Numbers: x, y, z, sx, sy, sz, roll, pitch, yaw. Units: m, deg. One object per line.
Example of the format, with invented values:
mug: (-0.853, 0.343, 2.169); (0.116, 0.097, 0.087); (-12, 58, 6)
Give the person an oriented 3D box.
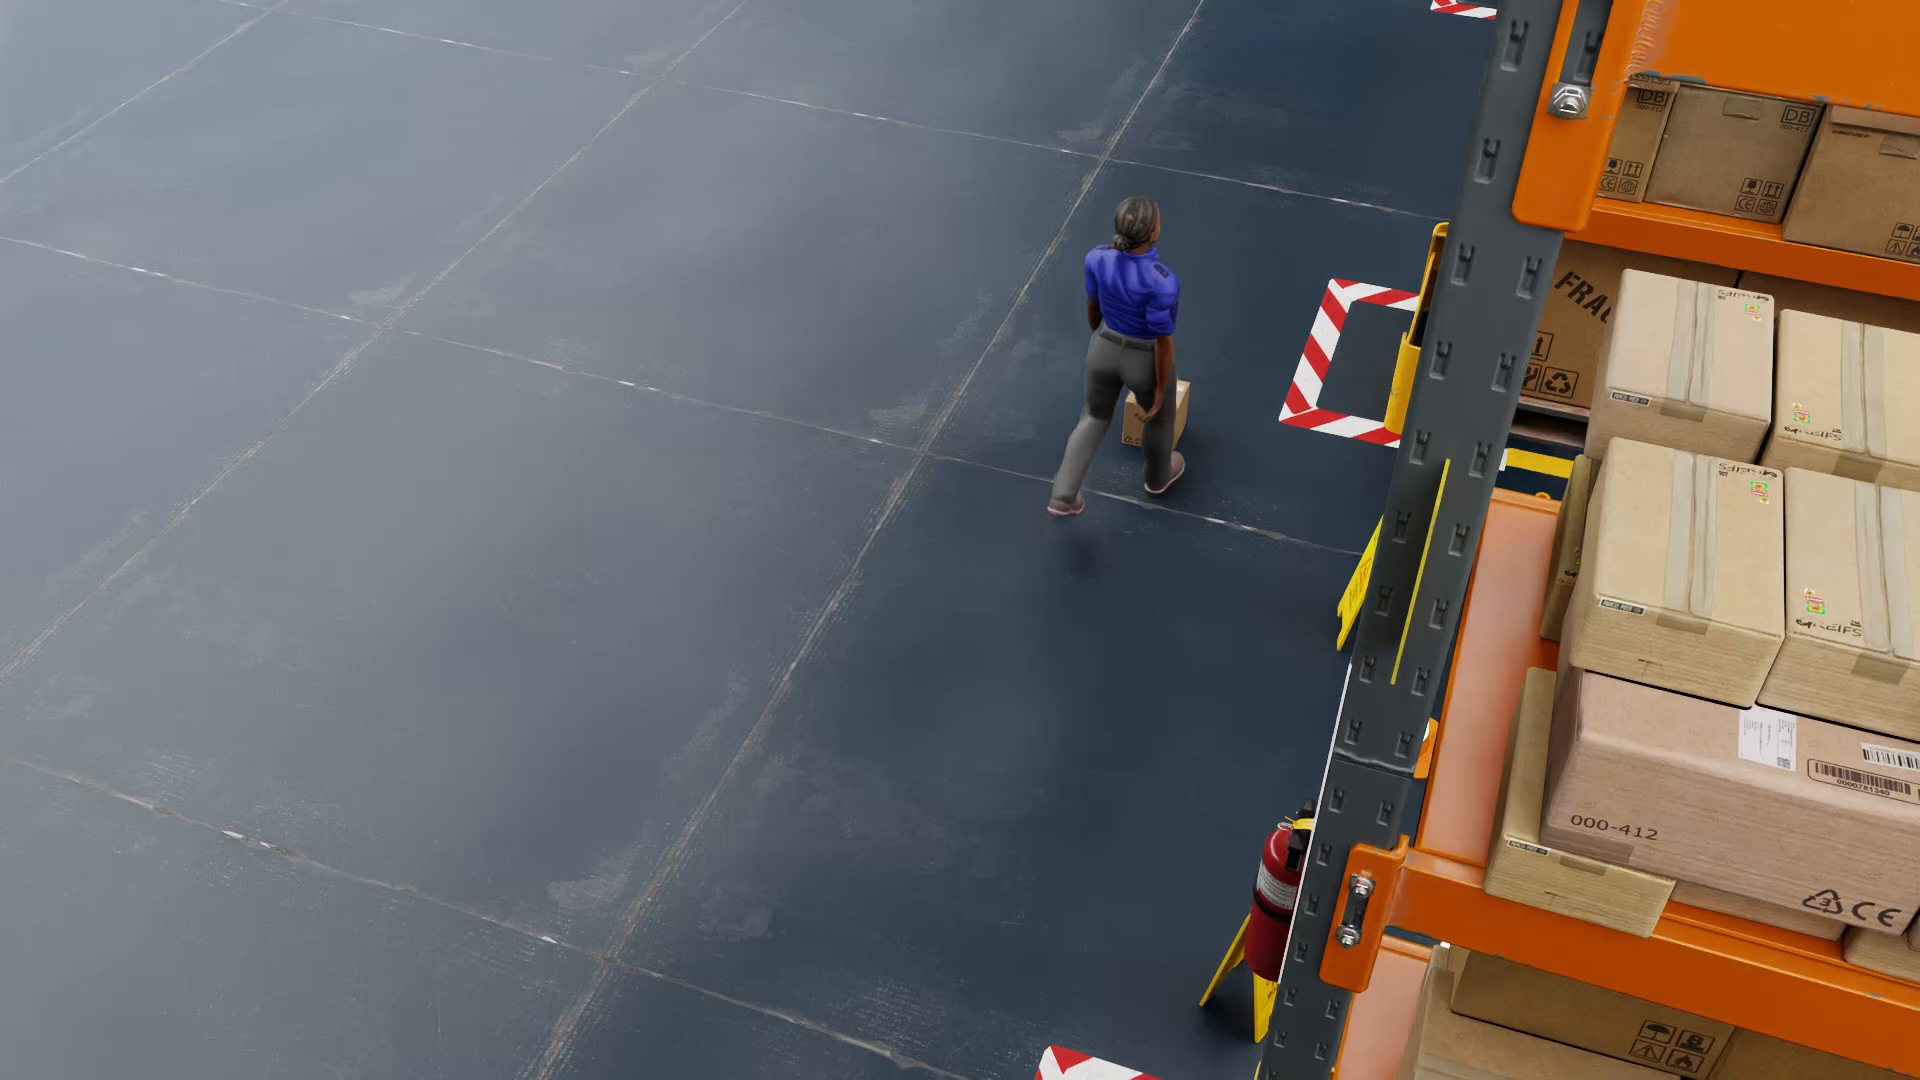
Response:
person: (0.726, -0.773, 7.015); (0.444, 1.619, 0.827); (20, 46, 21)
